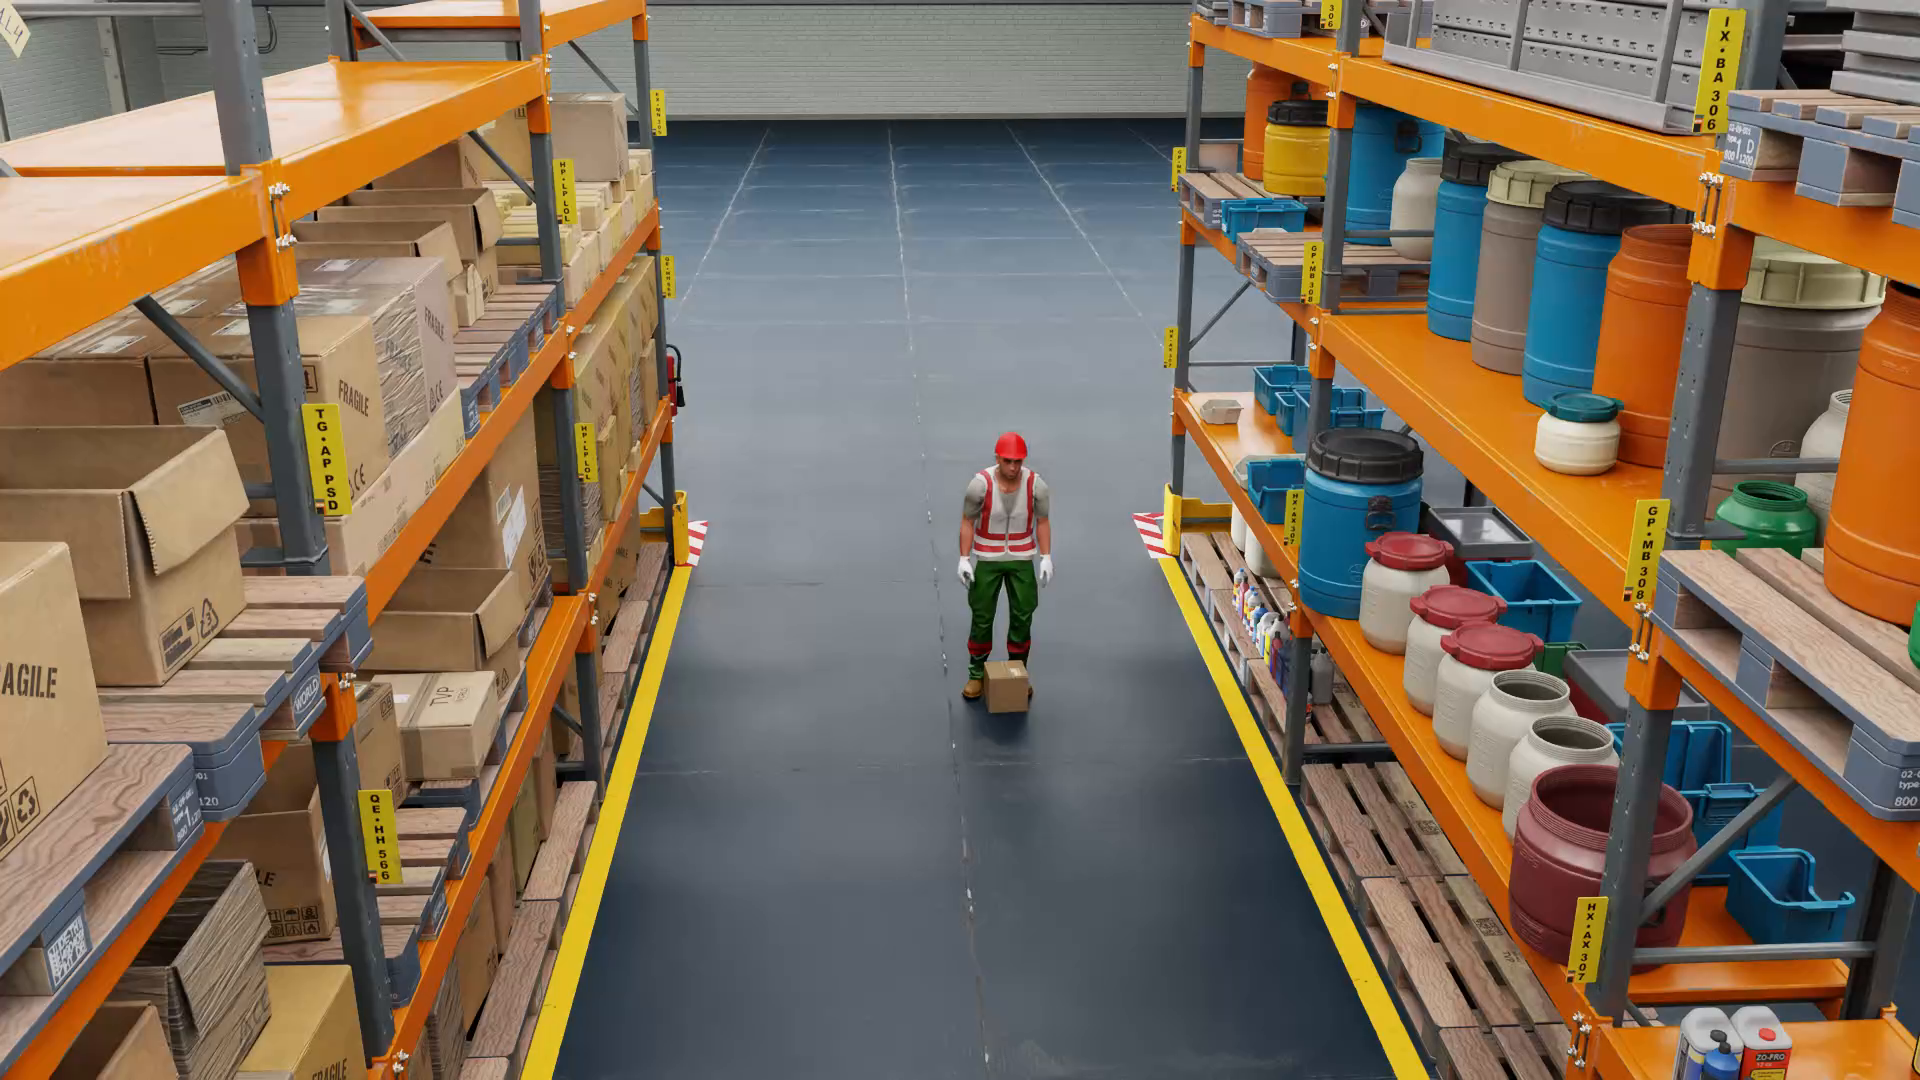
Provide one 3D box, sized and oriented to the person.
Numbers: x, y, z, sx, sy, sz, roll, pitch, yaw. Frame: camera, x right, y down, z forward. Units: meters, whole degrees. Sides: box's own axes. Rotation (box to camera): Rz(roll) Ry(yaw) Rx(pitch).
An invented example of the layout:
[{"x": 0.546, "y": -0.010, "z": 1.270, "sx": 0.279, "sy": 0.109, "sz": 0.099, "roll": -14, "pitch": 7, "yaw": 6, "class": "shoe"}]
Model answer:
[{"x": 0.290, "y": 0.150, "z": 10.646, "sx": 0.621, "sy": 1.779, "sz": 0.453, "roll": -2, "pitch": 20, "yaw": -5, "class": "person"}]
